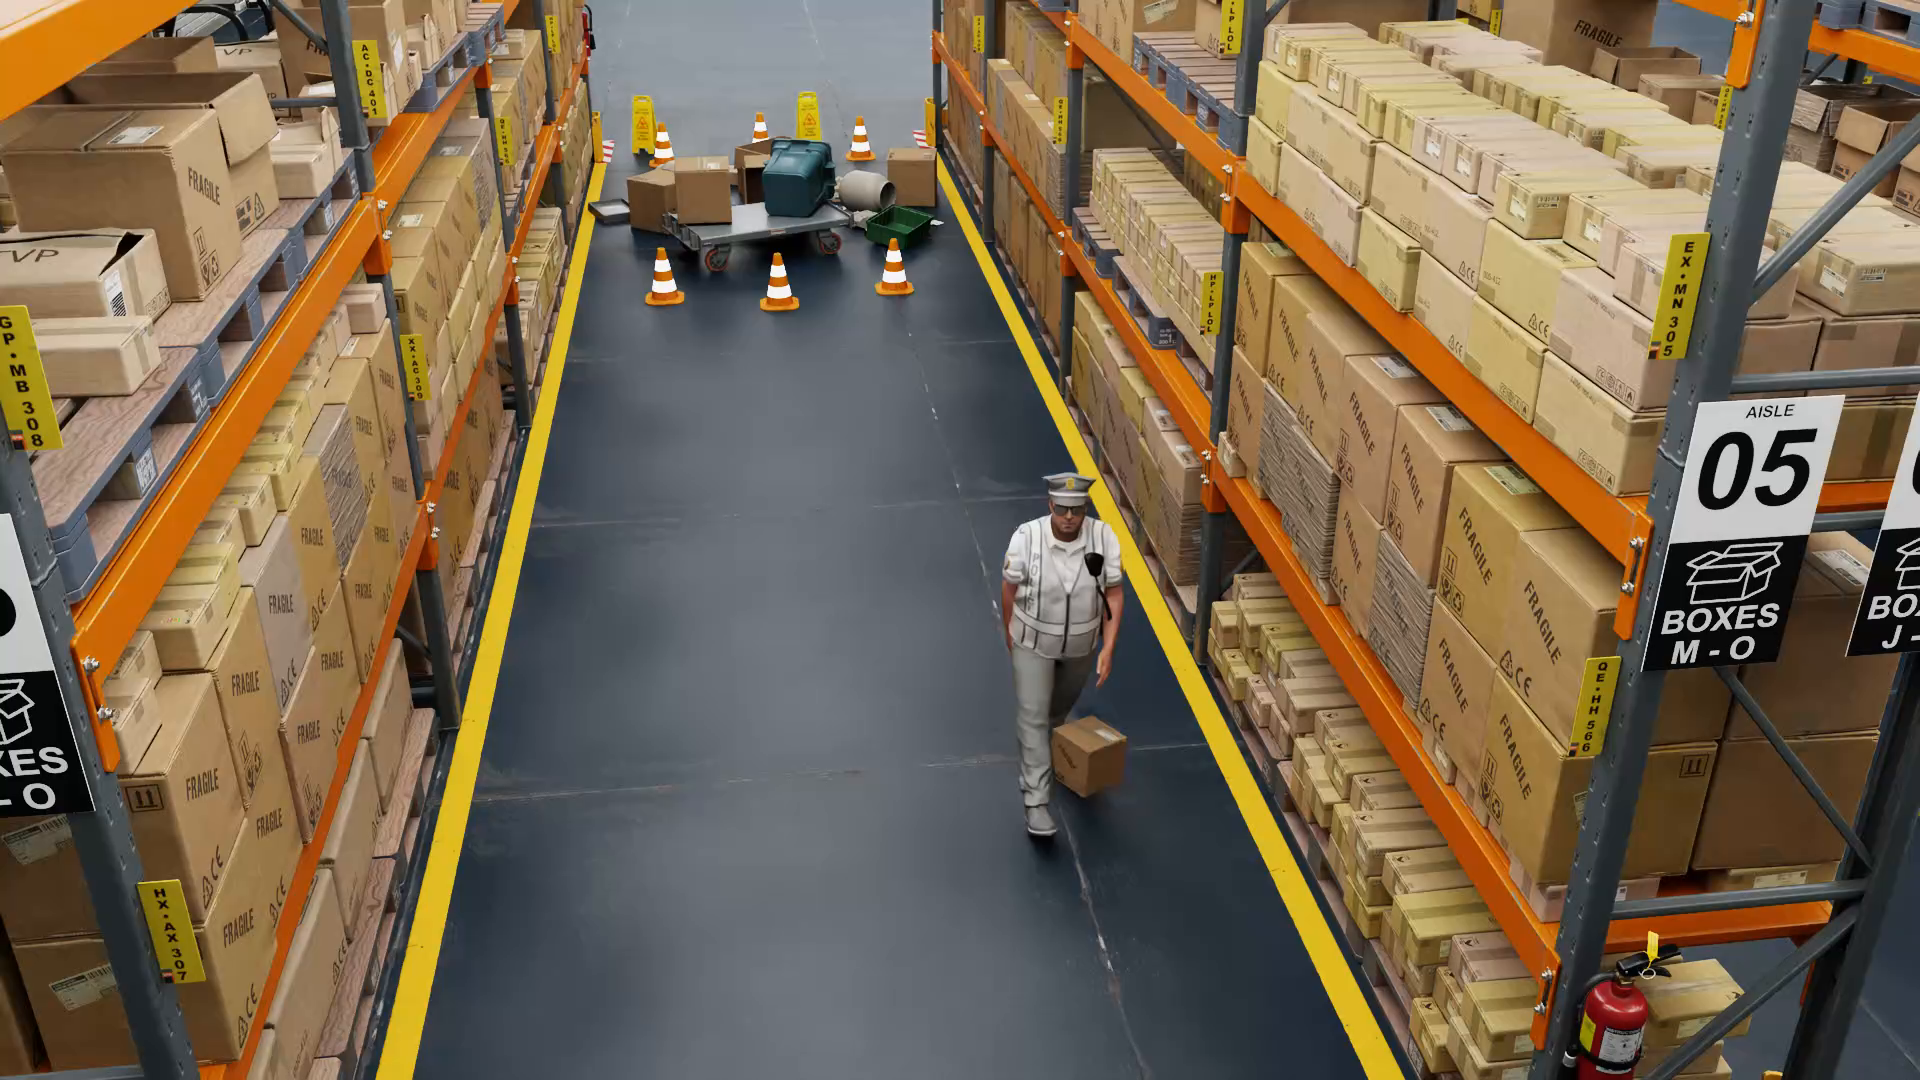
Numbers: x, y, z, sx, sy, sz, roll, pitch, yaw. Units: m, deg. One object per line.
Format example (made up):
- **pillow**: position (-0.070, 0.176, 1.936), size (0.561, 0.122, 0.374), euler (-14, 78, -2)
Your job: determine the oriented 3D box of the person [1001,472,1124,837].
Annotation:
- **person**: position (0.476, 0.446, 7.730), size (0.544, 1.714, 1.038), euler (-5, 27, -9)
